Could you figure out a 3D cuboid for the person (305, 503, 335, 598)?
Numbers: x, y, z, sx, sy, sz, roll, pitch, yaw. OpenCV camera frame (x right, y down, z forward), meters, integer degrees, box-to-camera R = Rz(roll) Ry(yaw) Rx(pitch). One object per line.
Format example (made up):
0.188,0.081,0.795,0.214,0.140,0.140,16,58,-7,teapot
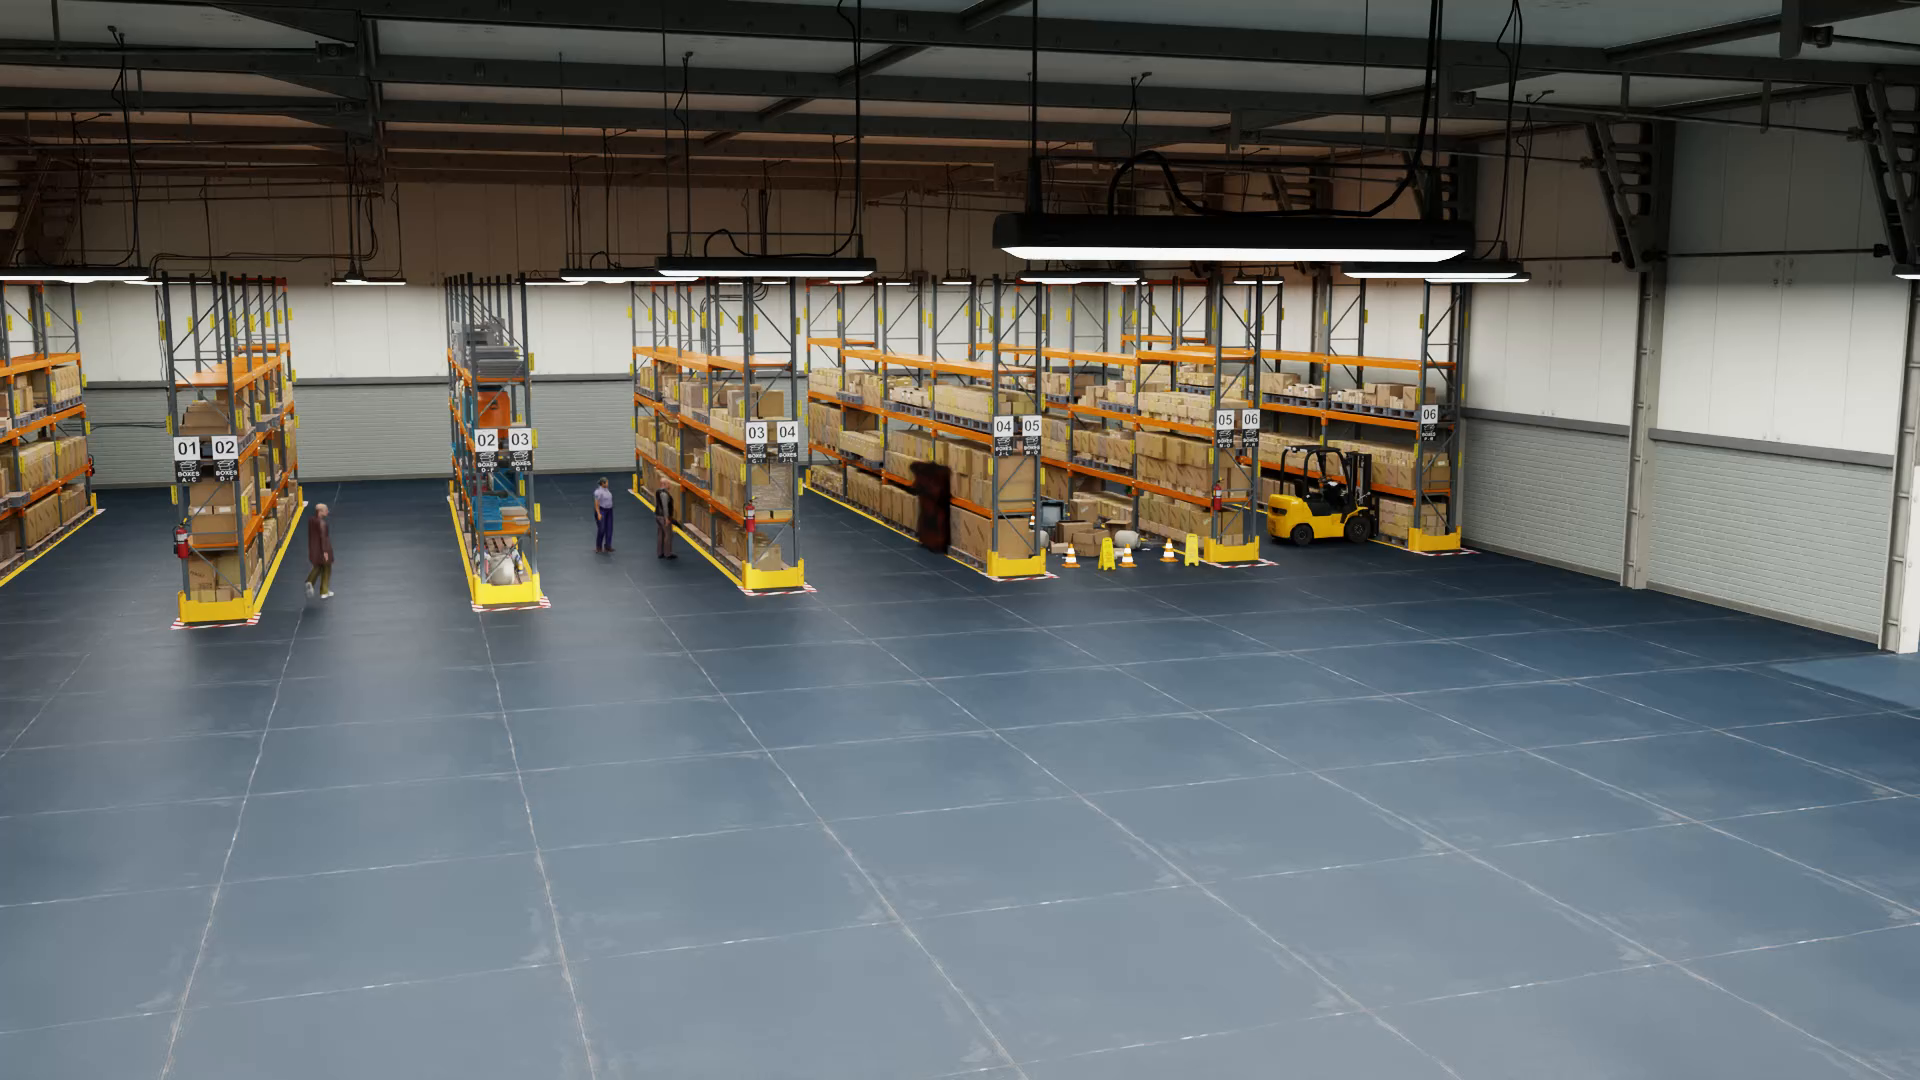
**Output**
-11.875,0.199,30.790,0.544,1.764,0.588,2,9,13,person

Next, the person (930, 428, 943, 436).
-0.762,-3.035,52.662,0.526,1.724,0.421,-7,11,-40,person

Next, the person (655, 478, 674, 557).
-6.279,-0.489,35.347,0.376,1.664,0.586,-6,10,-33,person

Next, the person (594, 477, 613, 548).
-7.791,-0.598,36.368,0.350,1.583,0.499,6,11,36,person

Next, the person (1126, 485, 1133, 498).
4.501,-1.791,43.874,0.463,1.728,0.603,-1,9,-7,person
